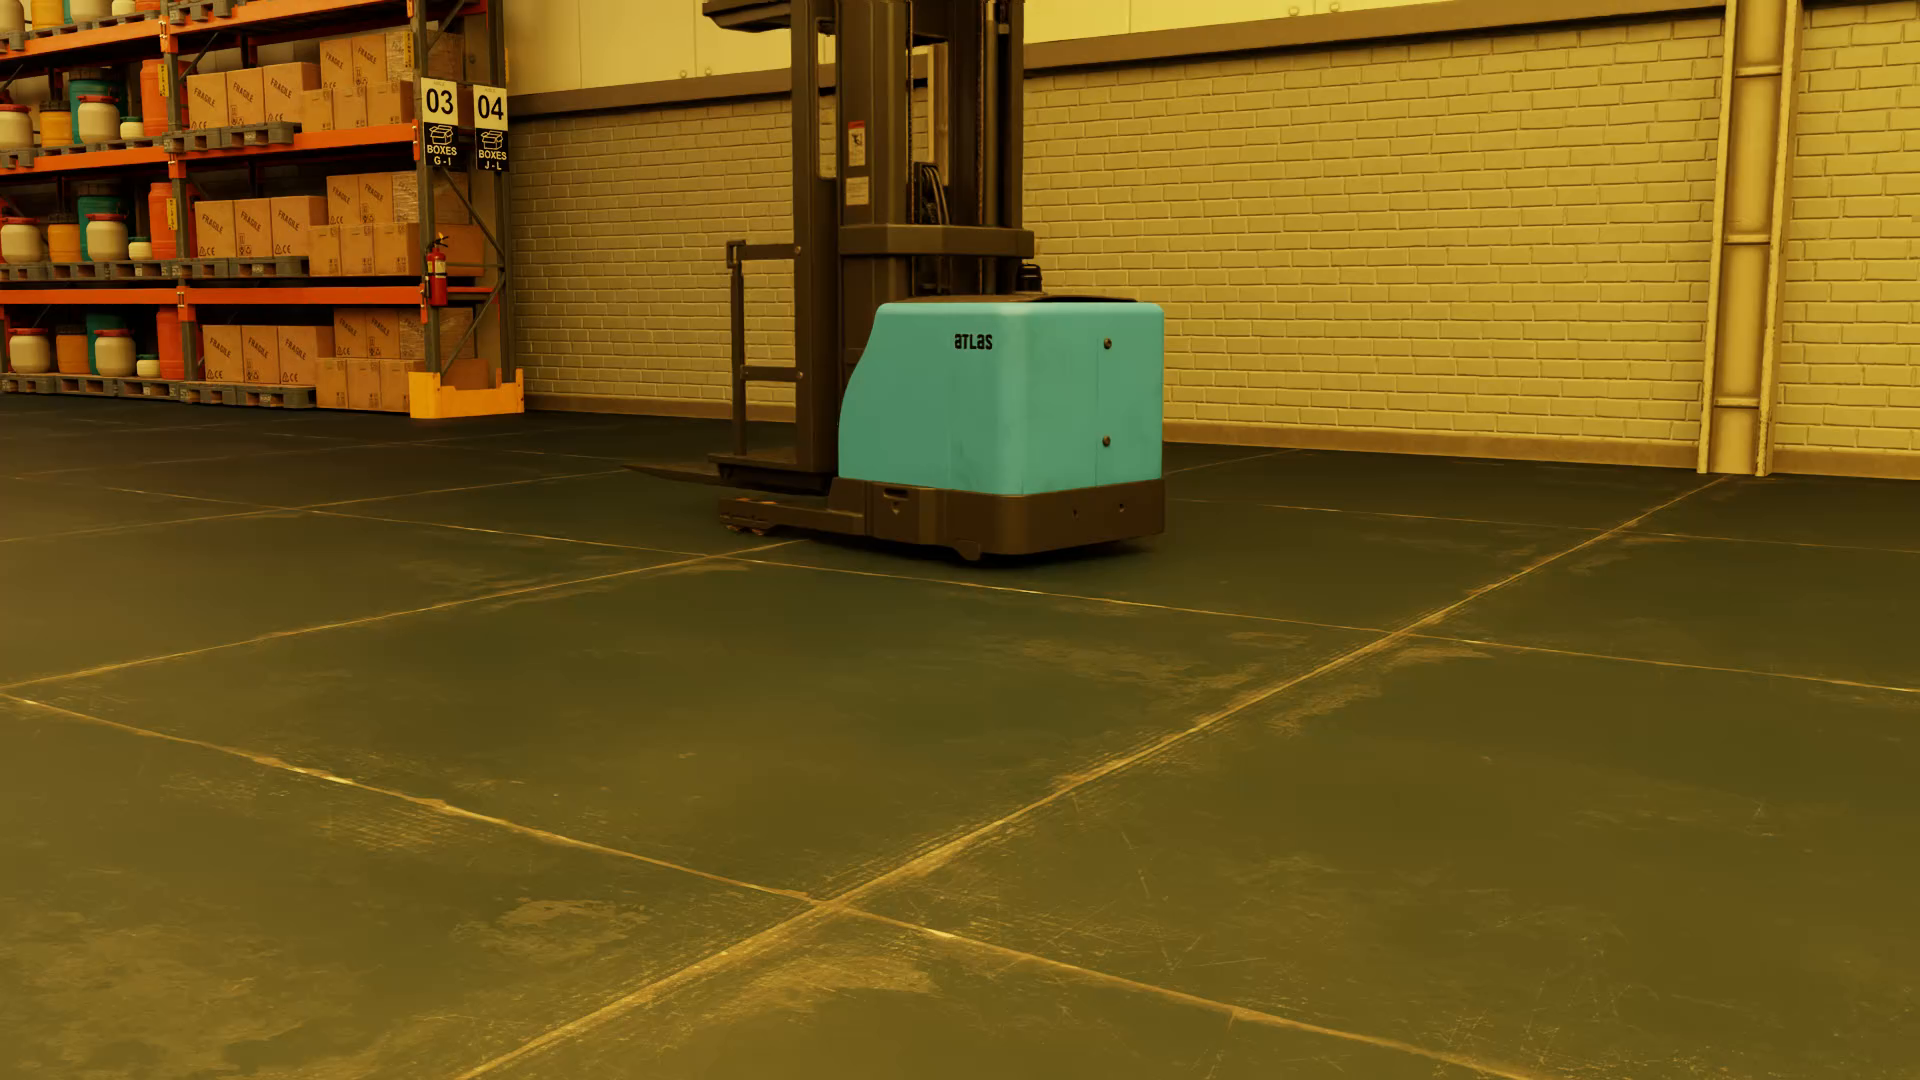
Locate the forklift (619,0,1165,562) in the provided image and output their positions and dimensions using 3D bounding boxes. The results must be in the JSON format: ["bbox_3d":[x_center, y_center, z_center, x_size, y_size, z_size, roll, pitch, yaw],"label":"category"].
[{"bbox_3d":[-0.501,-1.515,7.846,3.031,2.935,1.130,8,11,44],"label":"forklift"}]
